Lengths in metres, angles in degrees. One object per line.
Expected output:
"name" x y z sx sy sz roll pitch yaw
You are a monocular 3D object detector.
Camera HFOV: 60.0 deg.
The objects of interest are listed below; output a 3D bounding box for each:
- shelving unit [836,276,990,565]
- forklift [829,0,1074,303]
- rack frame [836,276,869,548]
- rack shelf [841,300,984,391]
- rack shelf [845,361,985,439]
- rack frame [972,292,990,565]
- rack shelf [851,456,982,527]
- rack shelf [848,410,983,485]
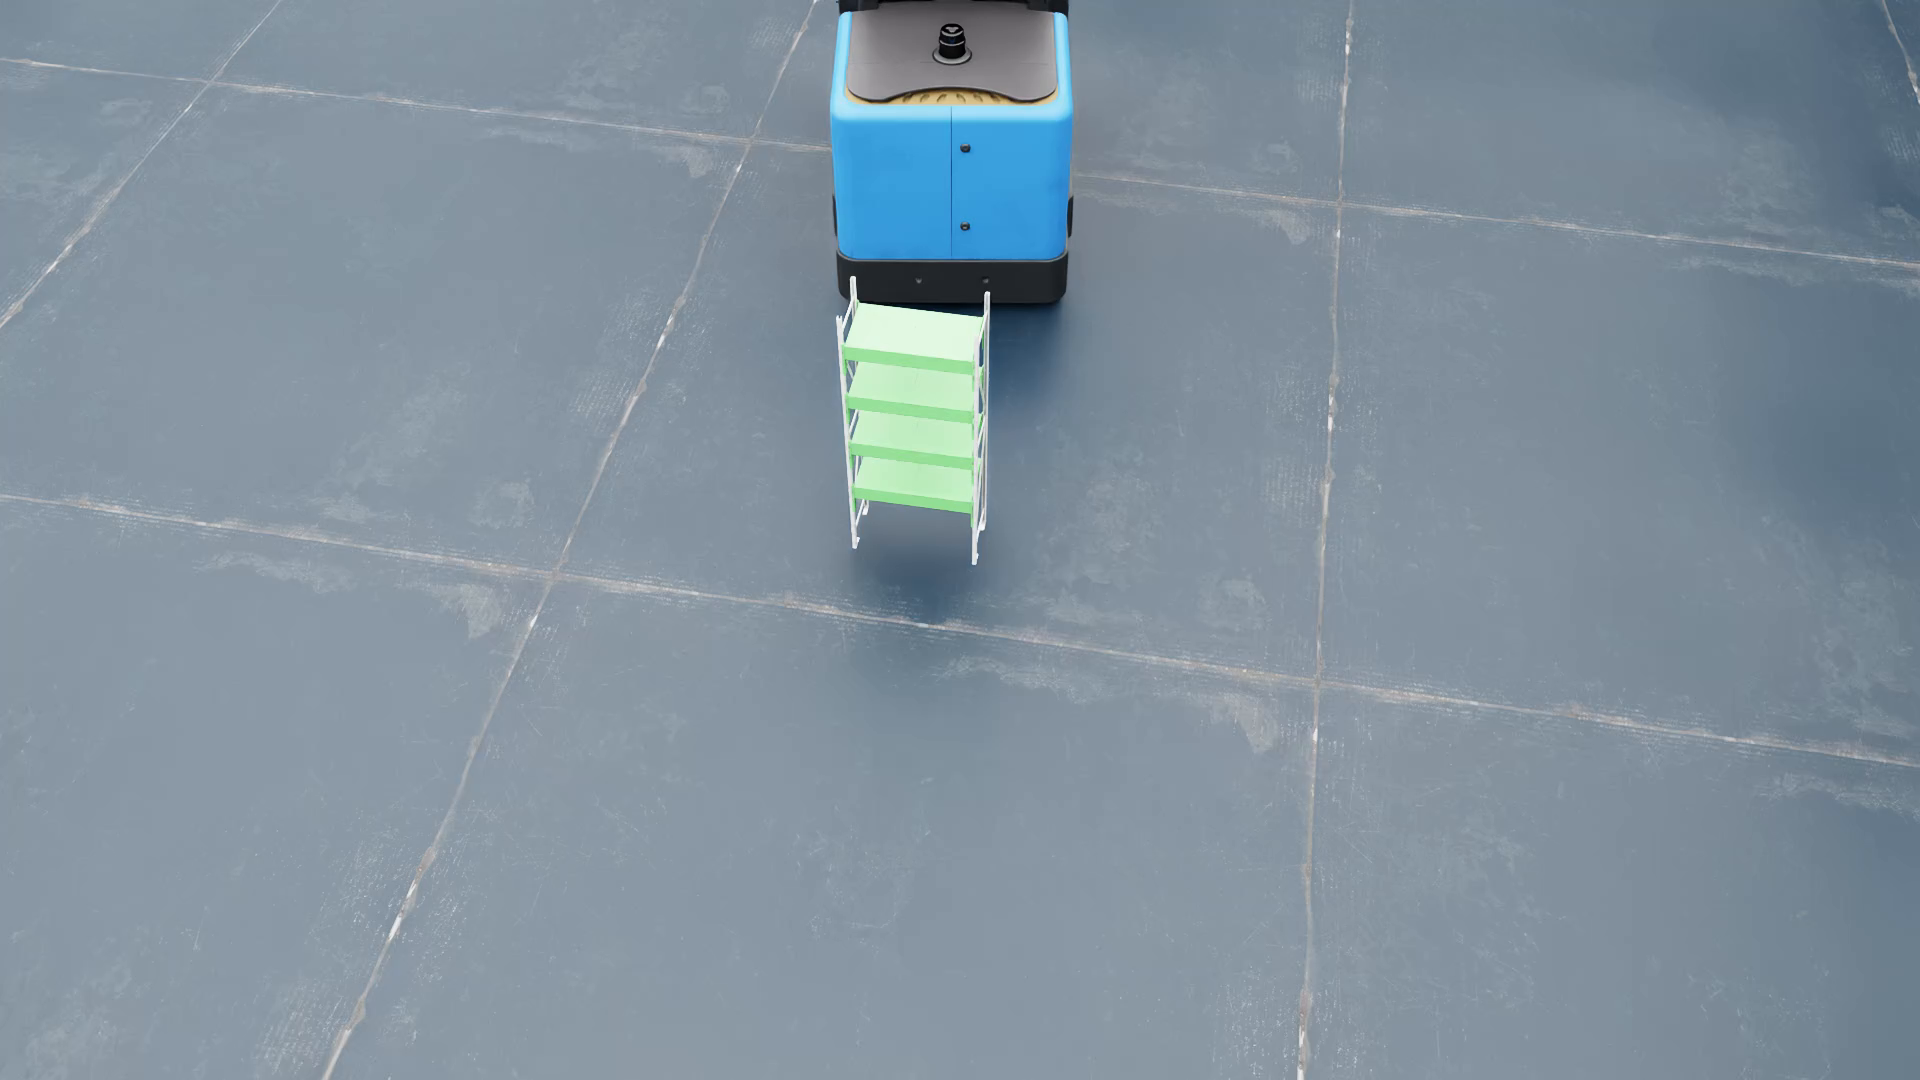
"shelving unit" -0.163 -0.423 6.295 0.503 1.200 0.258 8 49 7
"forklift" -0.027 -3.141 7.574 1.130 2.935 3.031 0 48 0
"rack frame" -0.403 -0.455 6.324 0.015 1.200 0.240 8 49 7
"rack shelf" -0.163 -0.701 5.986 0.480 0.148 0.258 8 49 7
"rack shelf" -0.163 -0.541 6.164 0.480 0.148 0.258 8 49 7
"rack frame" 0.077 -0.391 6.266 0.015 1.200 0.240 8 49 7
"rack shelf" -0.163 -0.220 6.521 0.480 0.148 0.258 8 49 7
"rack shelf" -0.163 -0.380 6.343 0.480 0.148 0.258 8 49 7
